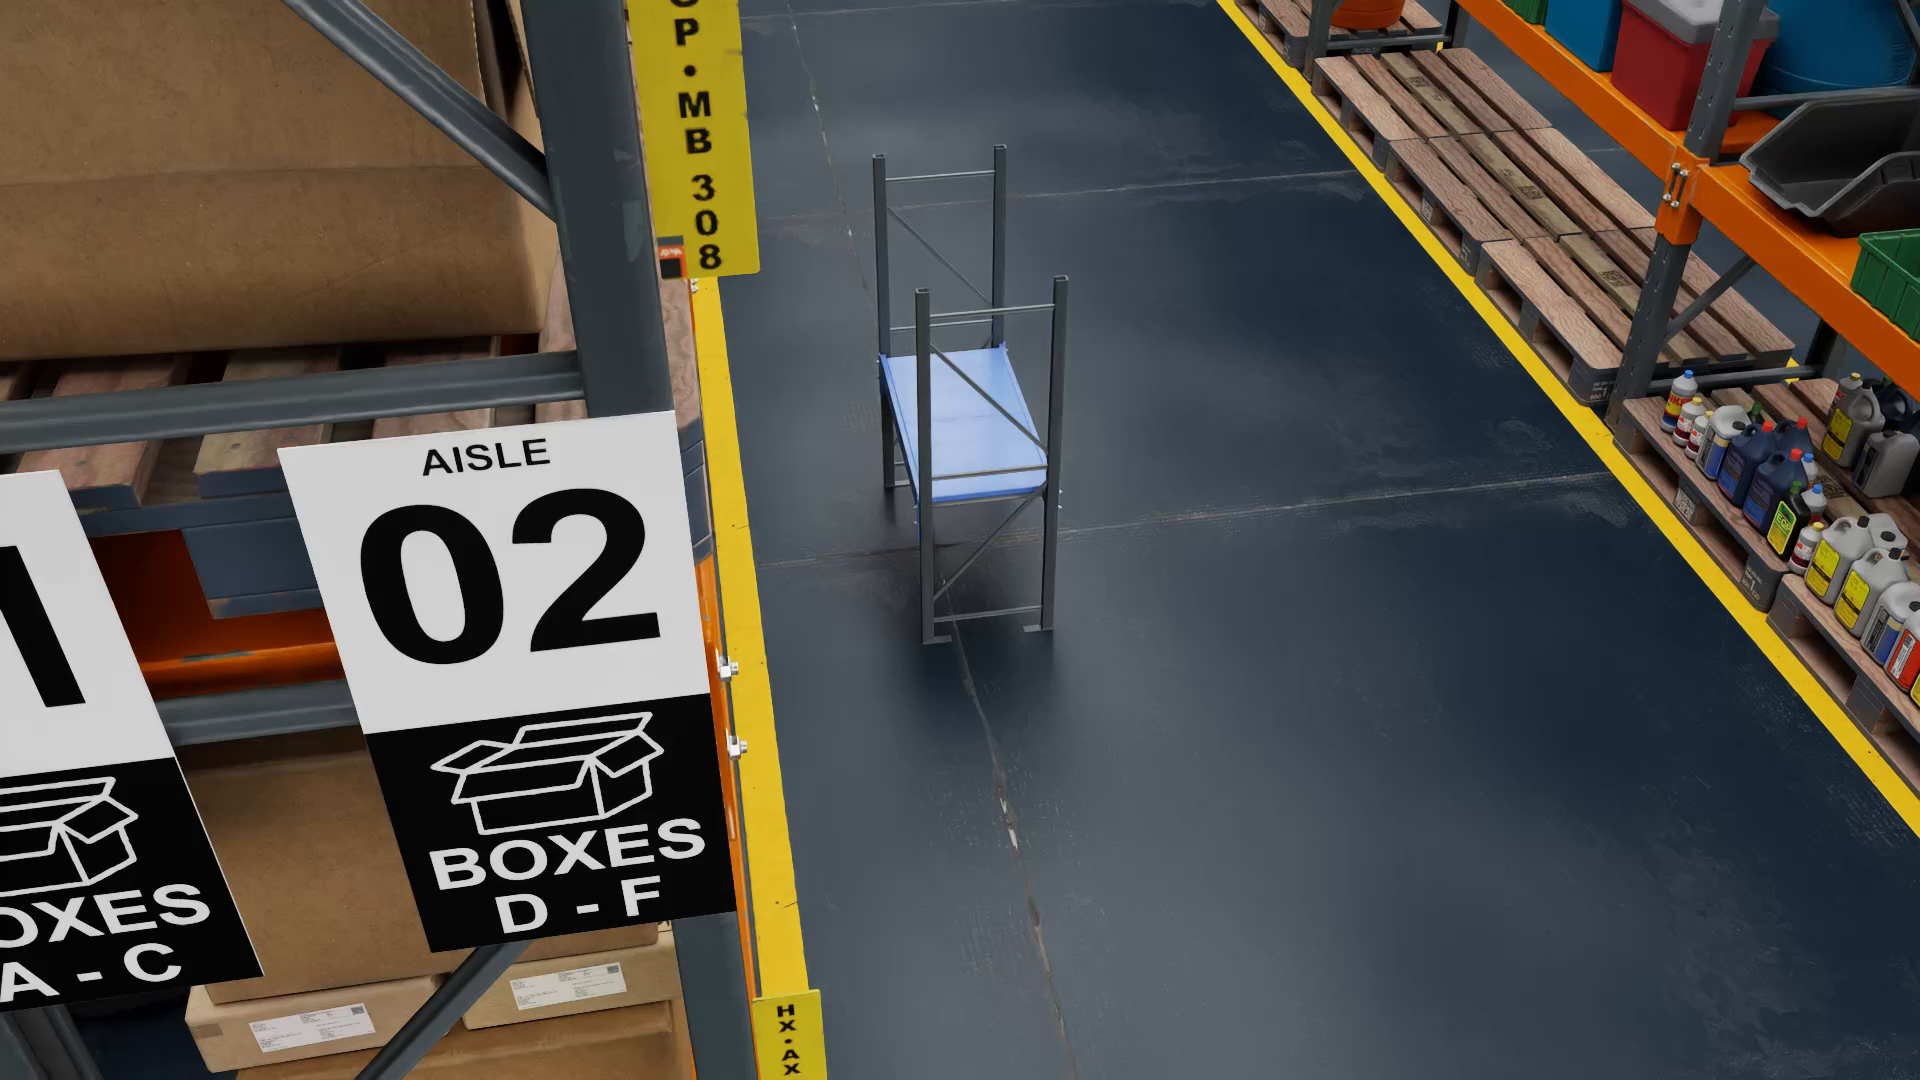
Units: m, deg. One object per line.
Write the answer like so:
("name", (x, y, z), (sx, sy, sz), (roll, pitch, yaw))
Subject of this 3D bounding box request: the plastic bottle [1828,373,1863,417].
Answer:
("plastic bottle", (3.745, -0.610, 7.013), (0.097, 0.201, 0.097), (0, 38, 0))

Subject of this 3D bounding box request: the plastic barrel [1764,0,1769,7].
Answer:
("plastic barrel", (3.423, -2.382, 7.261), (0.433, 0.535, 0.433), (0, 38, 0))

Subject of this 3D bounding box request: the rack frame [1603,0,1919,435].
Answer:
("rack frame", (3.375, -1.727, 6.528), (1.000, 3.000, 0.127), (-6, 38, -8))

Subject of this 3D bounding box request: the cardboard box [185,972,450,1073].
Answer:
("cardboard box", (-1.056, 0.713, 2.777), (0.380, 0.149, 0.250), (-7, 38, -9))

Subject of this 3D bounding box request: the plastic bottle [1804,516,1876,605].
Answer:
("plastic bottle", (3.216, 0.048, 6.044), (0.144, 0.351, 0.185), (-7, 38, -8))

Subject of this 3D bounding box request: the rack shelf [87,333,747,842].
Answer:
("rack shelf", (-1.152, -0.889, 3.591), (1.077, 0.370, 4.000), (-6, 38, -8))

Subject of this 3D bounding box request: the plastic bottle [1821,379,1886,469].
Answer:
("plastic bottle", (3.630, -0.481, 6.725), (0.144, 0.351, 0.185), (-6, 38, -8))

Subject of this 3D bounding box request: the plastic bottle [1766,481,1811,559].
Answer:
("plastic bottle", (3.129, -0.078, 6.261), (0.061, 0.283, 0.133), (-5, 38, -6))

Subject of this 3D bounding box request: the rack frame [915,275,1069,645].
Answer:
("rack frame", (0.104, -0.234, 5.828), (0.500, 1.500, 0.032), (-6, 38, -8))

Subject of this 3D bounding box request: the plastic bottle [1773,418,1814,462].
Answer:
("plastic bottle", (3.250, -0.338, 6.541), (0.144, 0.351, 0.185), (-6, 38, -8))

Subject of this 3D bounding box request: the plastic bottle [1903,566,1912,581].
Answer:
("plastic bottle", (3.359, 0.180, 5.996), (0.097, 0.201, 0.097), (0, 38, 0))

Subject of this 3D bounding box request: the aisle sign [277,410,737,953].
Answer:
("aisle sign", (-0.488, 0.199, 1.929), (0.394, 0.787, 0.004), (-6, 38, -8))

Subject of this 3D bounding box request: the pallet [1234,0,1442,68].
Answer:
("pallet", (2.494, -3.514, 11.101), (1.003, 0.211, 1.213), (-6, 38, -8))

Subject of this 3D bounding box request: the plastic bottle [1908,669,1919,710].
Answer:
("plastic bottle", (3.284, 0.457, 5.572), (0.061, 0.283, 0.133), (-5, 38, -7))

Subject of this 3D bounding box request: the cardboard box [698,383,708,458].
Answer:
("cardboard box", (-1.329, -0.547, 6.908), (0.500, 0.250, 0.500), (-7, 38, -9))

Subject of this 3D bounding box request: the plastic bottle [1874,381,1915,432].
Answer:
("plastic bottle", (3.772, -0.497, 6.745), (0.144, 0.351, 0.185), (-7, 38, -9))

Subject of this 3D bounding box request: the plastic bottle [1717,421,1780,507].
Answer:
("plastic bottle", (3.108, -0.323, 6.521), (0.144, 0.351, 0.185), (-5, 38, -7))

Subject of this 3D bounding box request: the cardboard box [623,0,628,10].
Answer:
("cardboard box", (-0.823, -1.258, 2.942), (0.500, 0.500, 0.500), (-6, 38, -8))

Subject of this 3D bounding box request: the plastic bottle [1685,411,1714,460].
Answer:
("plastic bottle", (3.035, -0.433, 6.785), (0.097, 0.201, 0.097), (0, 38, 0))

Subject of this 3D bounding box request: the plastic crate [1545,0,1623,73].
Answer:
("plastic crate", (2.875, -2.354, 7.348), (0.392, 0.384, 0.575), (-6, 38, -8))

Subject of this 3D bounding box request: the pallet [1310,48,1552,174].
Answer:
("pallet", (2.771, -2.570, 9.886), (1.003, 0.211, 1.213), (-6, 38, -8))

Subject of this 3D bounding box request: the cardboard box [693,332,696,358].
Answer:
("cardboard box", (-1.330, -0.775, 6.744), (0.500, 0.311, 0.500), (-6, 38, -8))

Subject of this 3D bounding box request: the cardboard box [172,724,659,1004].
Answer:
("cardboard box", (-0.880, 0.352, 2.713), (0.700, 0.500, 0.500), (-6, 38, -8))

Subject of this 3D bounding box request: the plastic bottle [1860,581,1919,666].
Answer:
("plastic bottle", (3.281, 0.290, 5.794), (0.152, 0.276, 0.135), (-7, 38, -9))

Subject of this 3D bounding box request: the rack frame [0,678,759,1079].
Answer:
("rack frame", (-0.801, 1.219, 2.736), (1.000, 3.000, 0.127), (-6, 38, -8))

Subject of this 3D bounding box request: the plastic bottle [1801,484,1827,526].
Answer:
("plastic bottle", (3.204, -0.093, 6.289), (0.097, 0.271, 0.097), (0, 38, 0))

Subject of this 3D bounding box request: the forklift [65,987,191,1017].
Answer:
("forklift", (-3.409, 0.112, 4.217), (3.031, 2.935, 1.130), (-12, 39, -15))

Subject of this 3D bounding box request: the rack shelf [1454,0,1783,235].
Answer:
("rack shelf", (3.024, -2.651, 8.304), (1.077, 0.370, 4.000), (-6, 38, -8))

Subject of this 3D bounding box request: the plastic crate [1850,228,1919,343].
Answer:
("plastic crate", (3.335, -0.793, 5.499), (0.450, 0.188, 0.662), (-6, 38, -8))

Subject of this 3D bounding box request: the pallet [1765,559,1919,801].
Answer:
("pallet", (3.669, 0.523, 5.905), (1.003, 0.211, 1.213), (-6, 38, -8))

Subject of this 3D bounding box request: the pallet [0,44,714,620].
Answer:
("pallet", (-0.900, -0.360, 2.396), (1.003, 0.211, 1.213), (-6, 38, -8))

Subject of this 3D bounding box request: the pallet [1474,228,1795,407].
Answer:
("pallet", (3.199, -1.096, 7.989), (1.003, 0.211, 1.213), (-6, 38, -8))

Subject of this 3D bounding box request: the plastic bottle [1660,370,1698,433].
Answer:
("plastic bottle", (2.999, -0.584, 6.922), (0.097, 0.271, 0.097), (0, 38, 0))

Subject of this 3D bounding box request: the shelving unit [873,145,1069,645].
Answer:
("shelving unit", (0.015, -0.541, 6.224), (0.538, 1.500, 1.048), (-6, 38, -8))

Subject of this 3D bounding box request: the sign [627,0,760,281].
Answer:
("sign", (-0.254, -0.398, 1.595), (0.100, 0.325, 0.005), (-6, 38, -8))

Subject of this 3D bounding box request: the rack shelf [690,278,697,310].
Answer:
("rack shelf", (-1.853, -2.121, 7.621), (1.077, 0.370, 4.000), (-6, 38, -8))
